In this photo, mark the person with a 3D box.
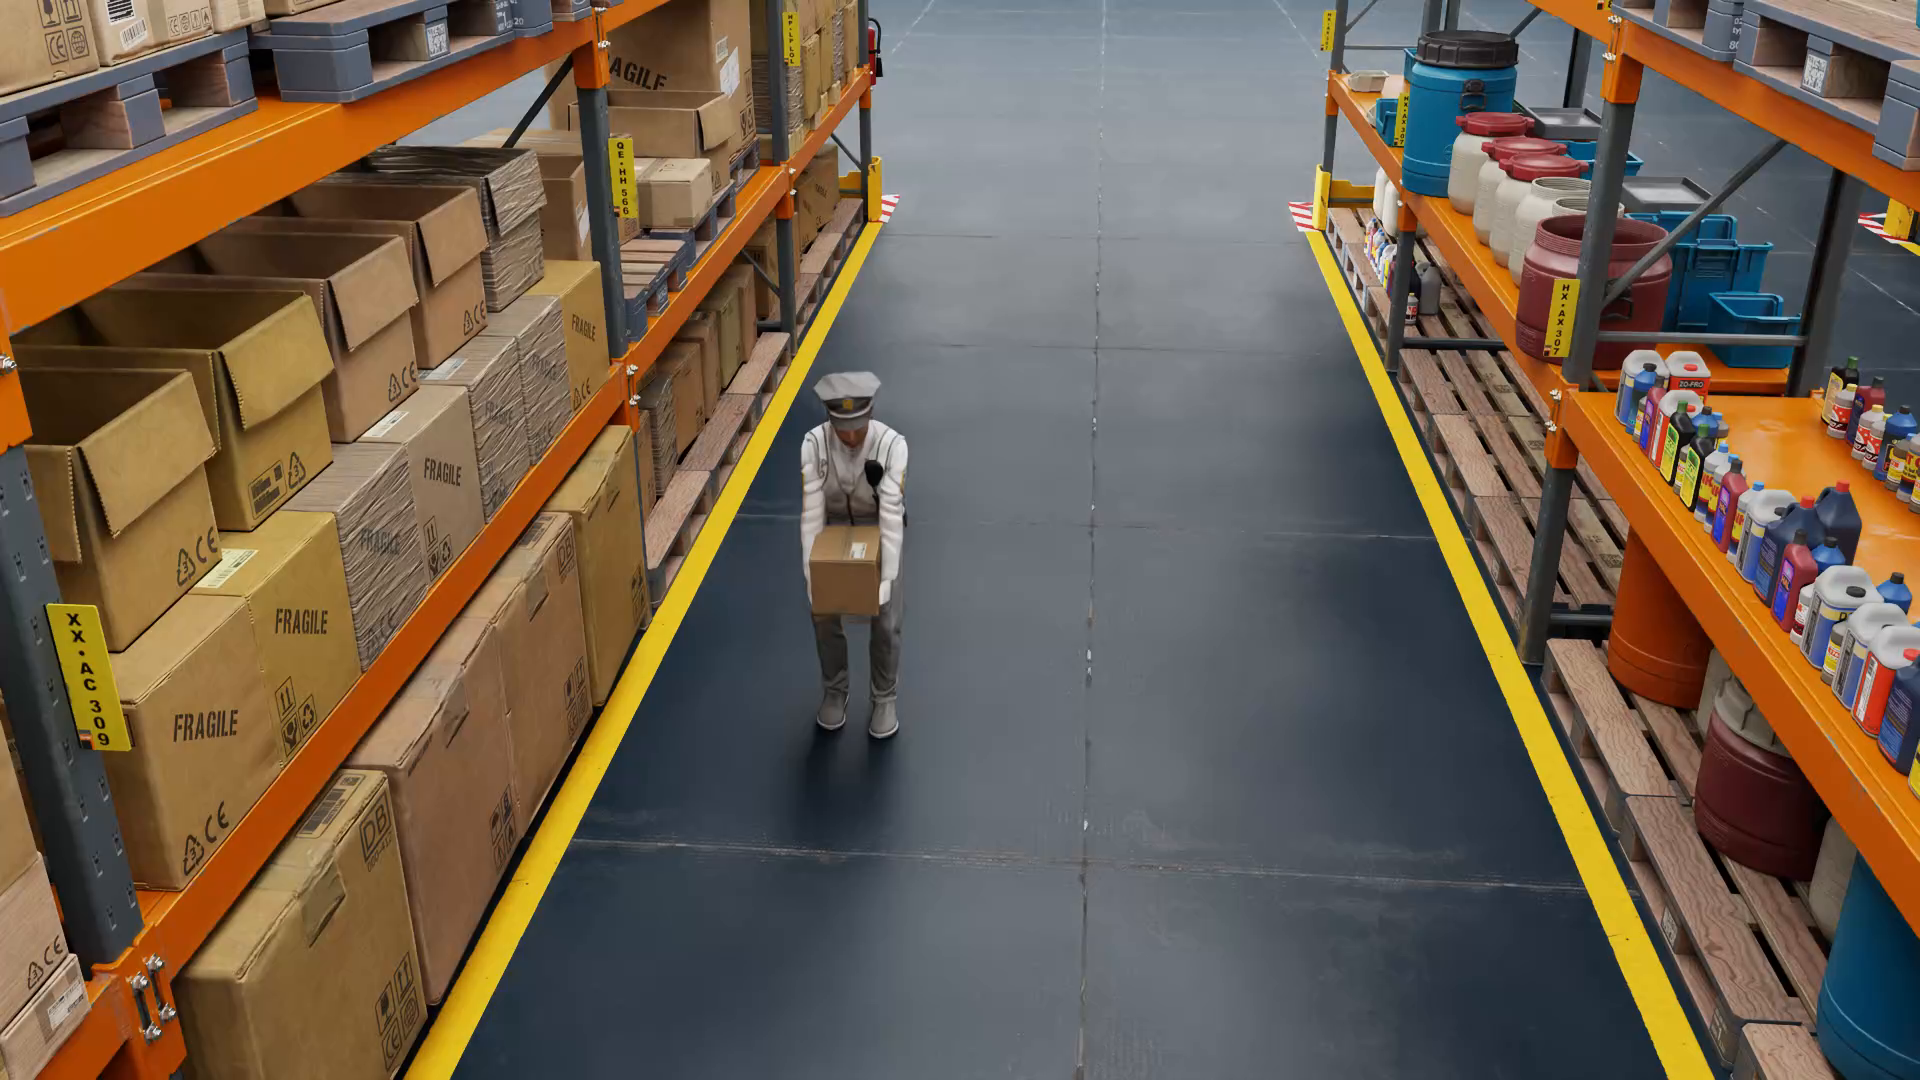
[{"bbox_3d":[-0.404,0.054,6.593,0.413,1.584,0.588,1,25,3],"label":"person"}]
